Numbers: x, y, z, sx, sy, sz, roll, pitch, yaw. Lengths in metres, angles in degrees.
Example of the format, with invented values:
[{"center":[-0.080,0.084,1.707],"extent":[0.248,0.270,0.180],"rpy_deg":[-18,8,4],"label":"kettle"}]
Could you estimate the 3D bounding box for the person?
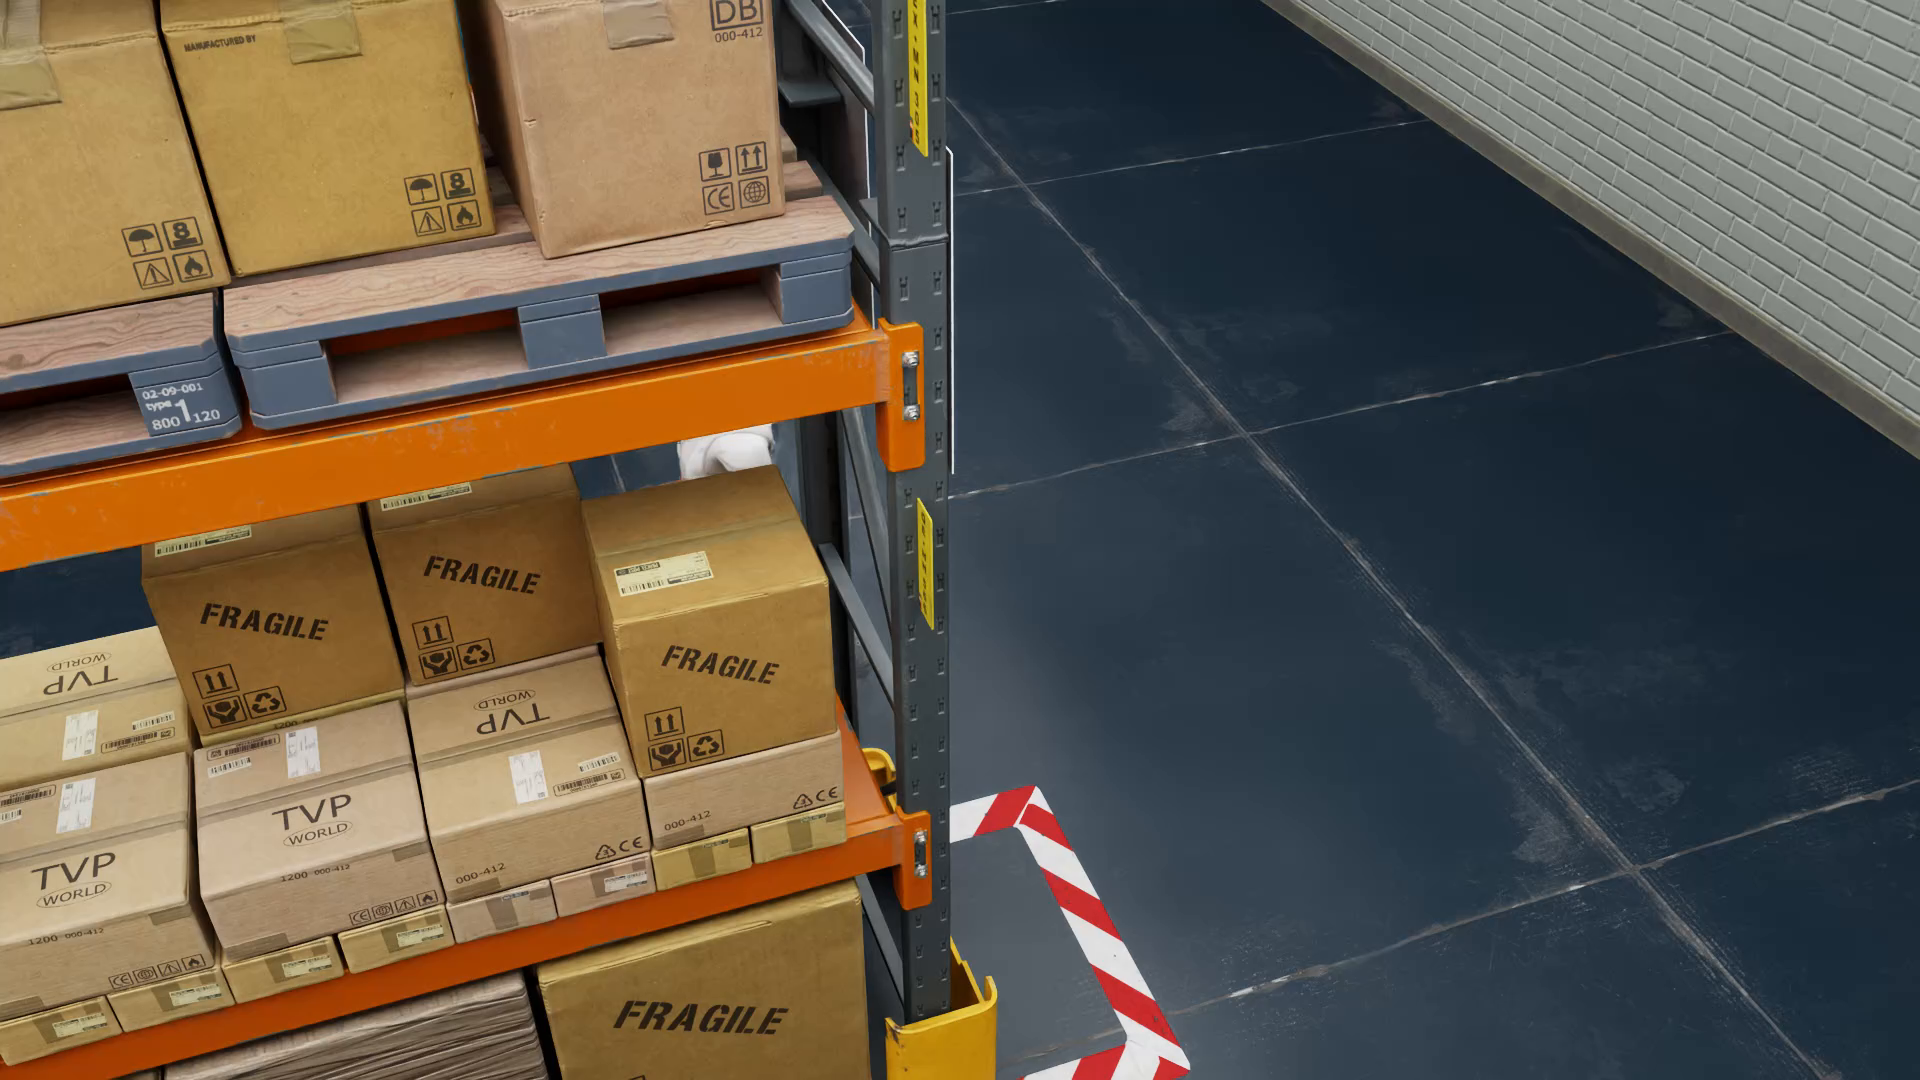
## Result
[{"center":[-0.884,-0.067,6.247],"extent":[0.986,1.738,0.583],"rpy_deg":[-6,38,-7],"label":"person"}]
